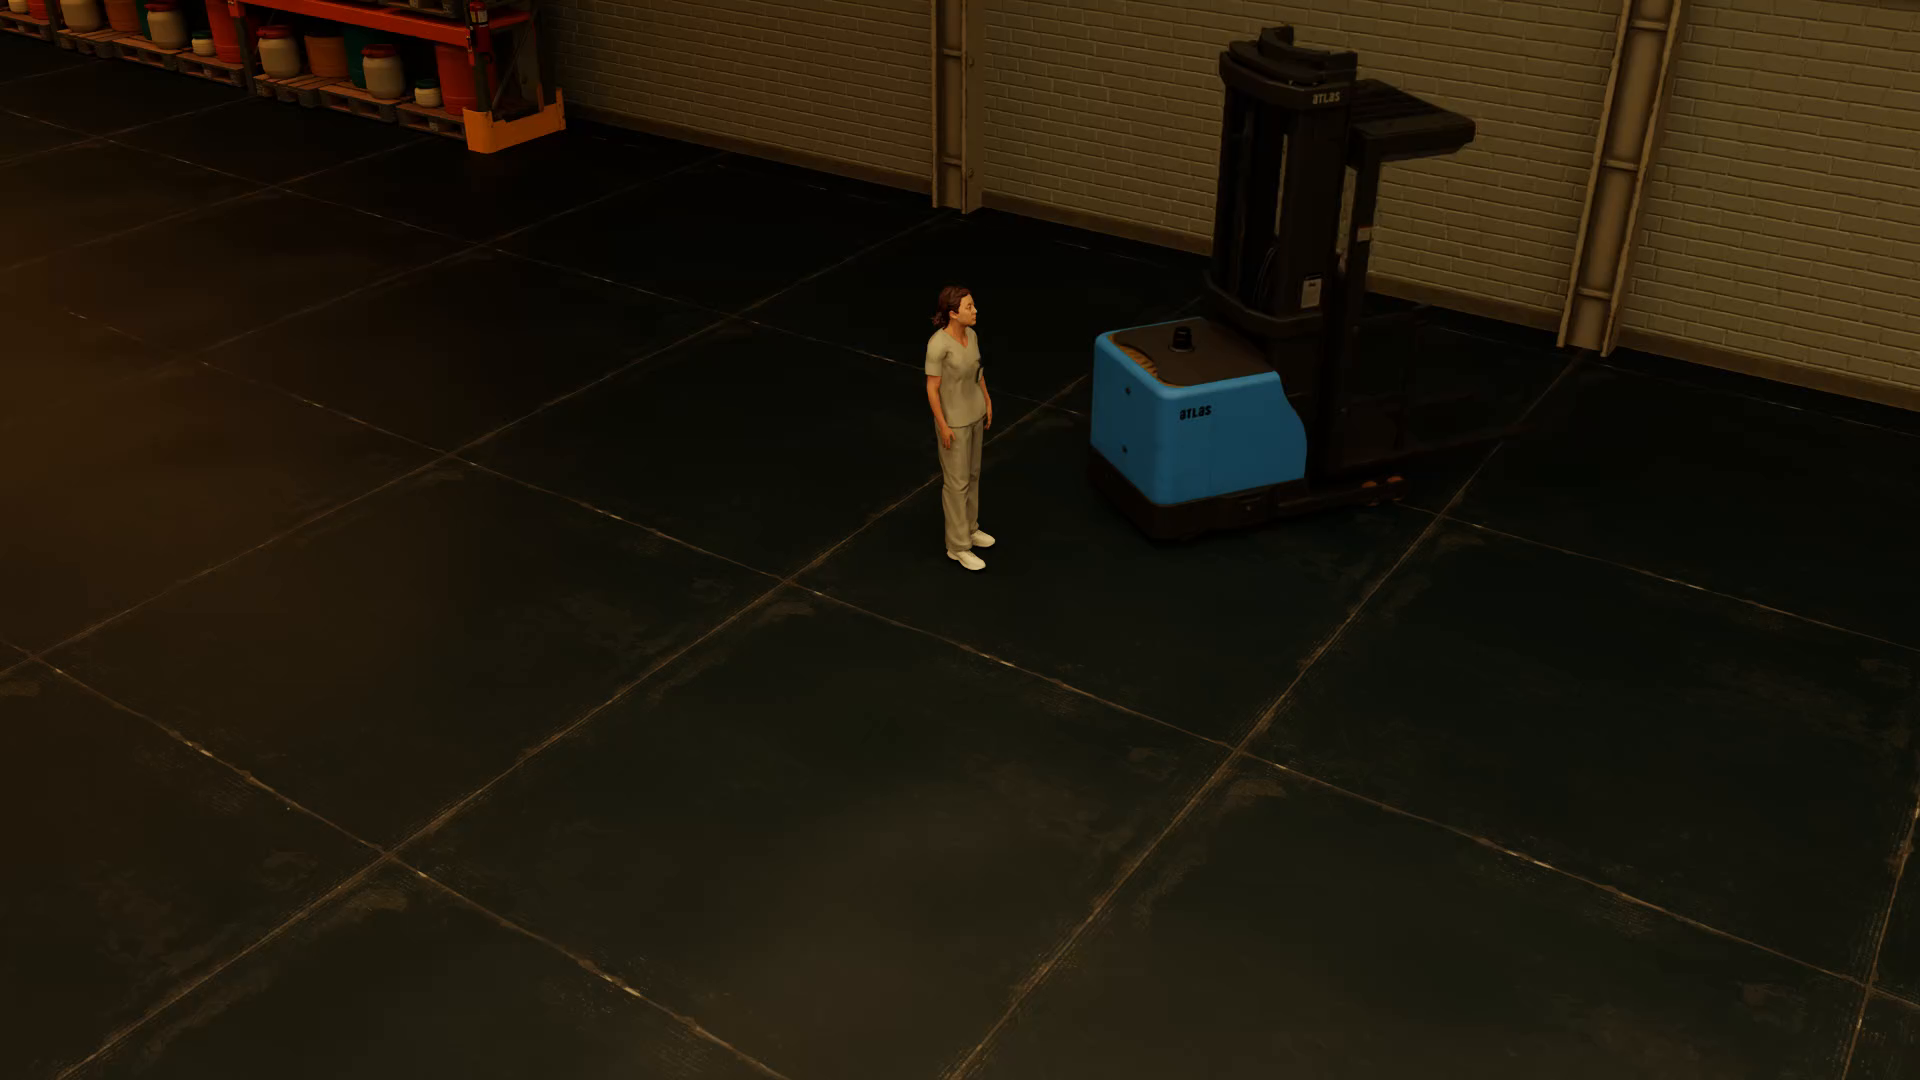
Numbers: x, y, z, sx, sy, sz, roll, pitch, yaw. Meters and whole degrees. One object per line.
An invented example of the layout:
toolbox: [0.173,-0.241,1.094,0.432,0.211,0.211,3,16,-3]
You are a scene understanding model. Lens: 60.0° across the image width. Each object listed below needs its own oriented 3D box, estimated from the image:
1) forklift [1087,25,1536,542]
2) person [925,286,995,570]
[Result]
forklift: [2.416,-1.718,10.540,3.031,2.935,1.130,-11,32,-19]
person: [0.054,-0.705,10.030,0.548,1.673,0.550,19,35,29]
